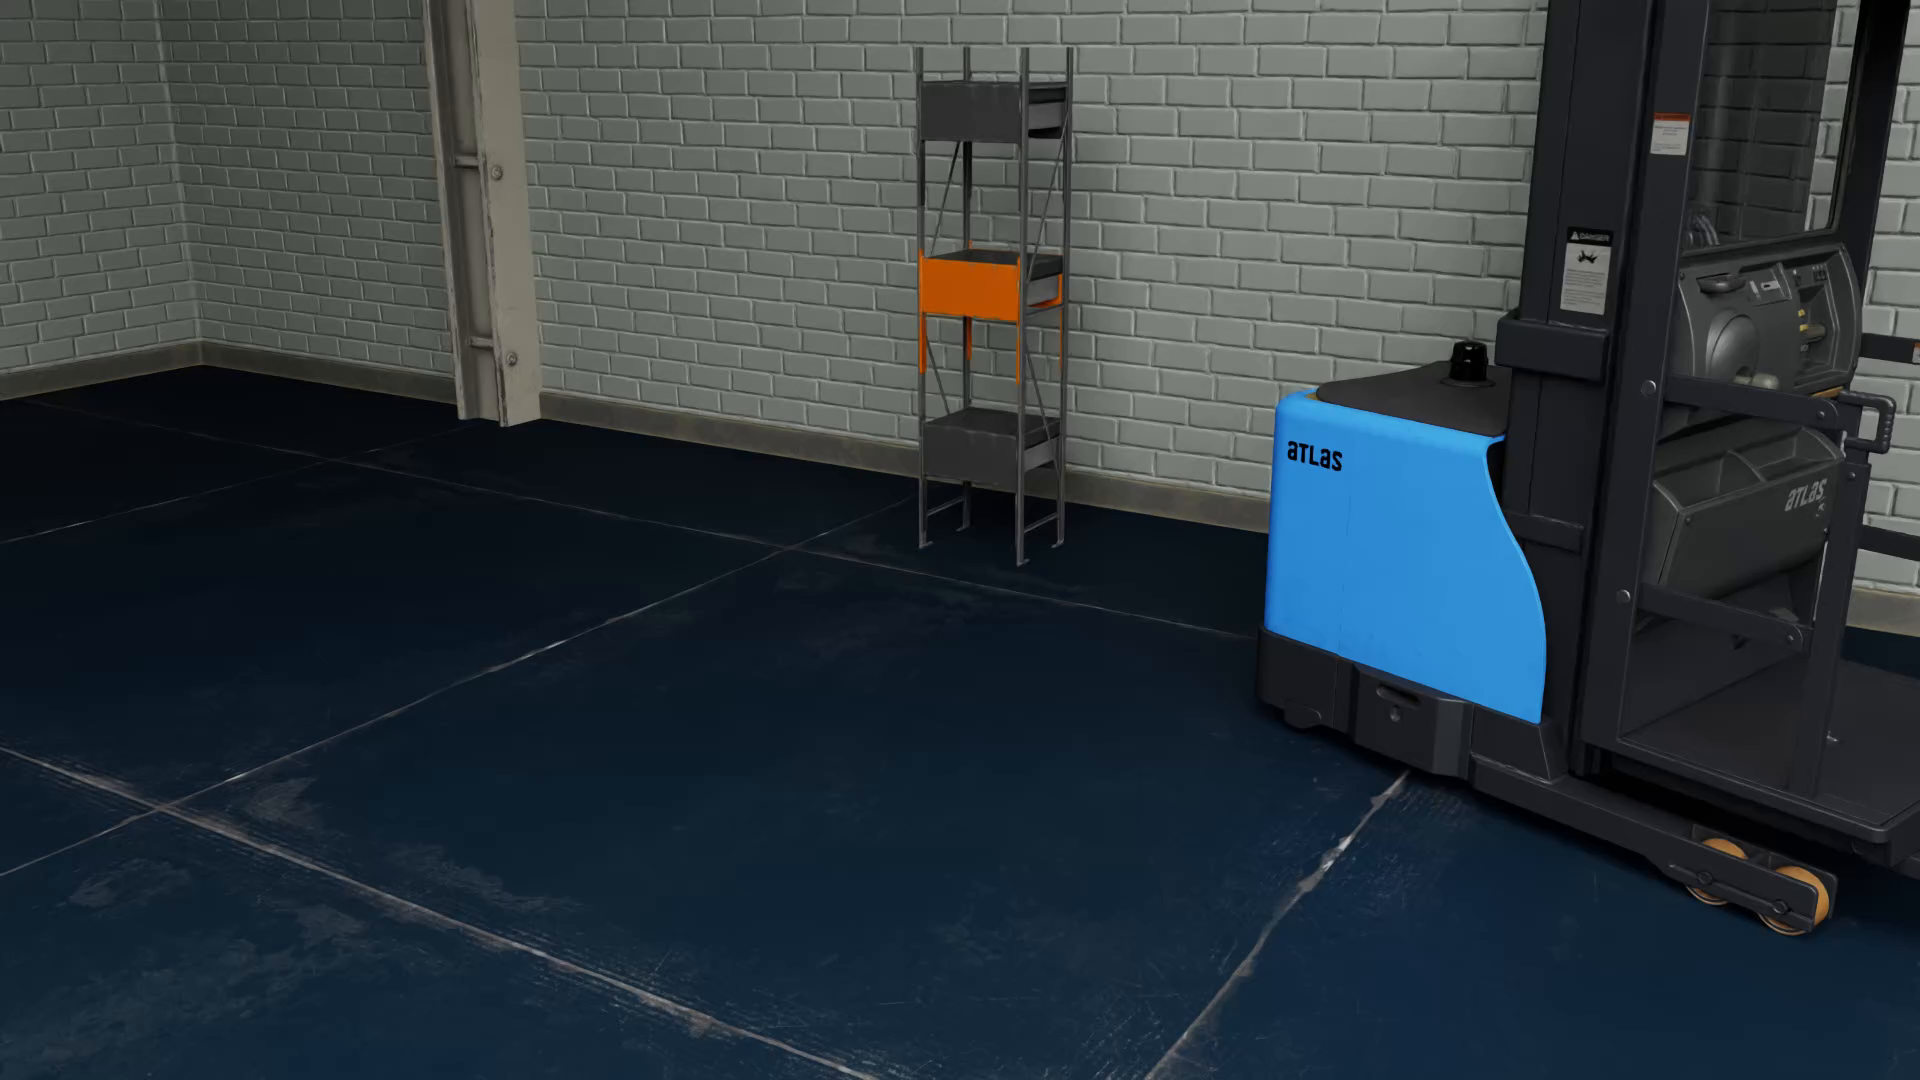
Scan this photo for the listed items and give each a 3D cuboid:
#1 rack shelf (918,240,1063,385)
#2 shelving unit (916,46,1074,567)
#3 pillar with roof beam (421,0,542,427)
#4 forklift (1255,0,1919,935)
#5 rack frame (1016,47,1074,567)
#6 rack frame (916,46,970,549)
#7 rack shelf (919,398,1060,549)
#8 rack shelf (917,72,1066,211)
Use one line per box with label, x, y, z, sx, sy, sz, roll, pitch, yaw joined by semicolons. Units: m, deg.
rack shelf;0.141;-0.966;6.997;0.480;0.518;0.431;10;20;30
shelving unit;0.141;-0.979;6.993;0.503;2.100;0.431;10;20;30
pillar with roof beam;-4.936;-3.953;4.913;0.400;9.000;9.100;10;20;30
forklift;2.286;-0.583;4.256;1.130;2.935;3.031;-13;21;-37
rack frame;0.349;-0.942;6.871;0.015;2.100;0.400;10;20;30
rack frame;-0.067;-1.017;7.115;0.015;2.100;0.400;10;20;30
rack shelf;0.141;-0.297;7.201;0.480;0.518;0.431;10;20;30
rack shelf;0.141;-1.636;6.794;0.480;0.518;0.431;10;20;30
